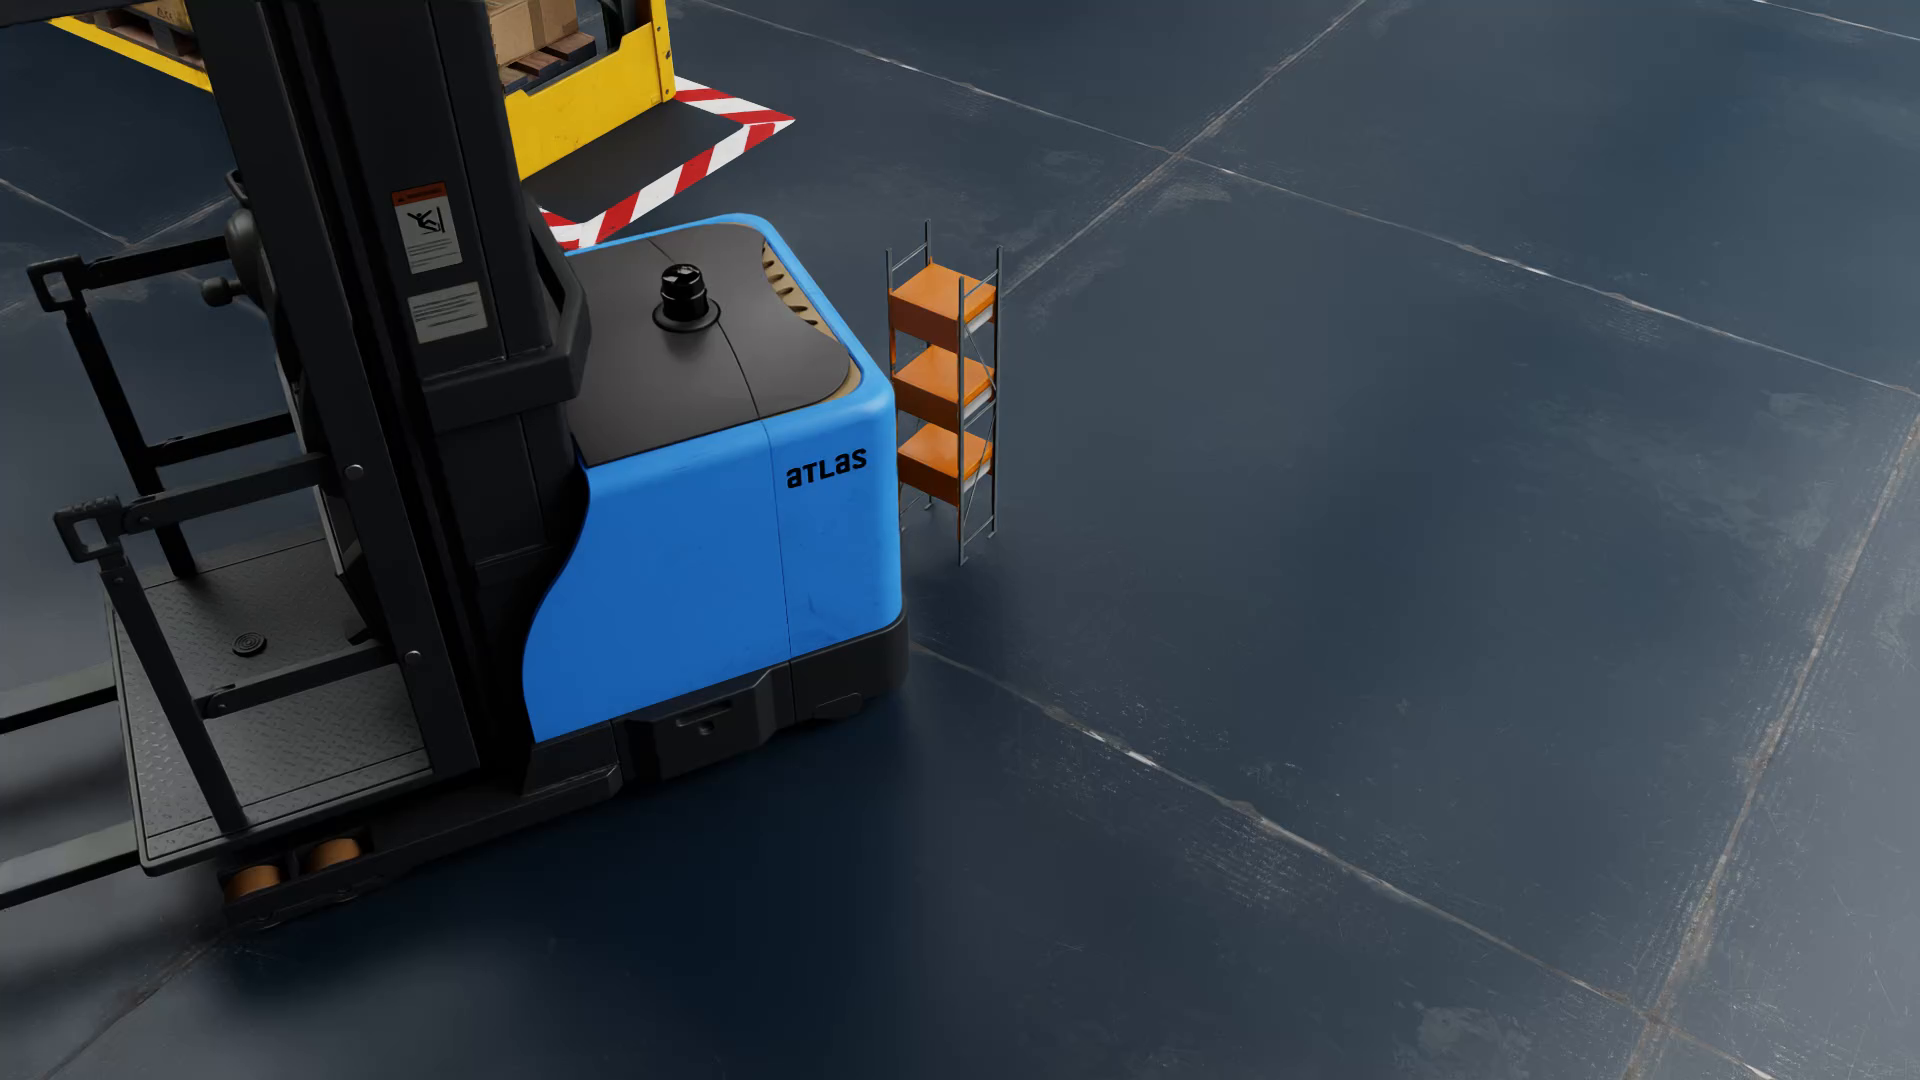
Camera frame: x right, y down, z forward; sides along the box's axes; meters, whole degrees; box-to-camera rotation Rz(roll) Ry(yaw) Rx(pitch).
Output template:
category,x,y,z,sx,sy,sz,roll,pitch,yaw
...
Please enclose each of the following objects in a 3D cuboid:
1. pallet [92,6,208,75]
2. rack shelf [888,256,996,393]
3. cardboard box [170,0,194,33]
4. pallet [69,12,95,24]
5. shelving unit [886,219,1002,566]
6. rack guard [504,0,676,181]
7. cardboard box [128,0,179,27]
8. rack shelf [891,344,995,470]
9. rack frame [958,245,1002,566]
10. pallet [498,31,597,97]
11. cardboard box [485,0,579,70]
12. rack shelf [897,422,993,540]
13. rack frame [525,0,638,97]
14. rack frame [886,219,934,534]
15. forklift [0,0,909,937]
category,x,y,z,sx,sy,sz,roll,pitch,yaw
pallet,-3.395,-2.596,7.992,1.213,0.211,1.003,25,48,25
rack shelf,-0.044,-0.615,4.741,0.240,0.259,0.215,25,48,25
cardboard box,-3.186,-2.448,7.484,0.500,0.250,0.500,25,48,25
pallet,-4.398,-3.062,8.514,1.213,0.211,1.003,25,48,25
shelving unit,-0.044,-0.412,4.923,0.252,1.050,0.215,25,48,25
rack guard,-1.731,-1.957,7.062,0.348,0.500,1.175,25,48,25
cardboard box,-3.594,-2.641,7.699,0.500,0.250,0.500,25,48,25
rack shelf,-0.044,-0.404,4.930,0.240,0.259,0.215,25,48,25
rack frame,0.056,-0.365,4.871,0.008,1.050,0.200,25,48,25
pallet,-2.401,-2.128,7.470,1.213,0.211,1.003,25,48,25
cardboard box,-2.062,-2.356,7.380,0.500,0.250,0.500,25,48,25
rack shelf,-0.044,-0.197,5.115,0.240,0.259,0.215,25,48,25
rack frame,-1.751,-2.897,6.238,0.127,3.000,1.000,25,48,25
rack frame,-0.144,-0.458,4.975,0.008,1.050,0.200,25,48,25
forklift,-1.703,-0.522,3.636,3.031,2.935,1.130,-18,45,-19
